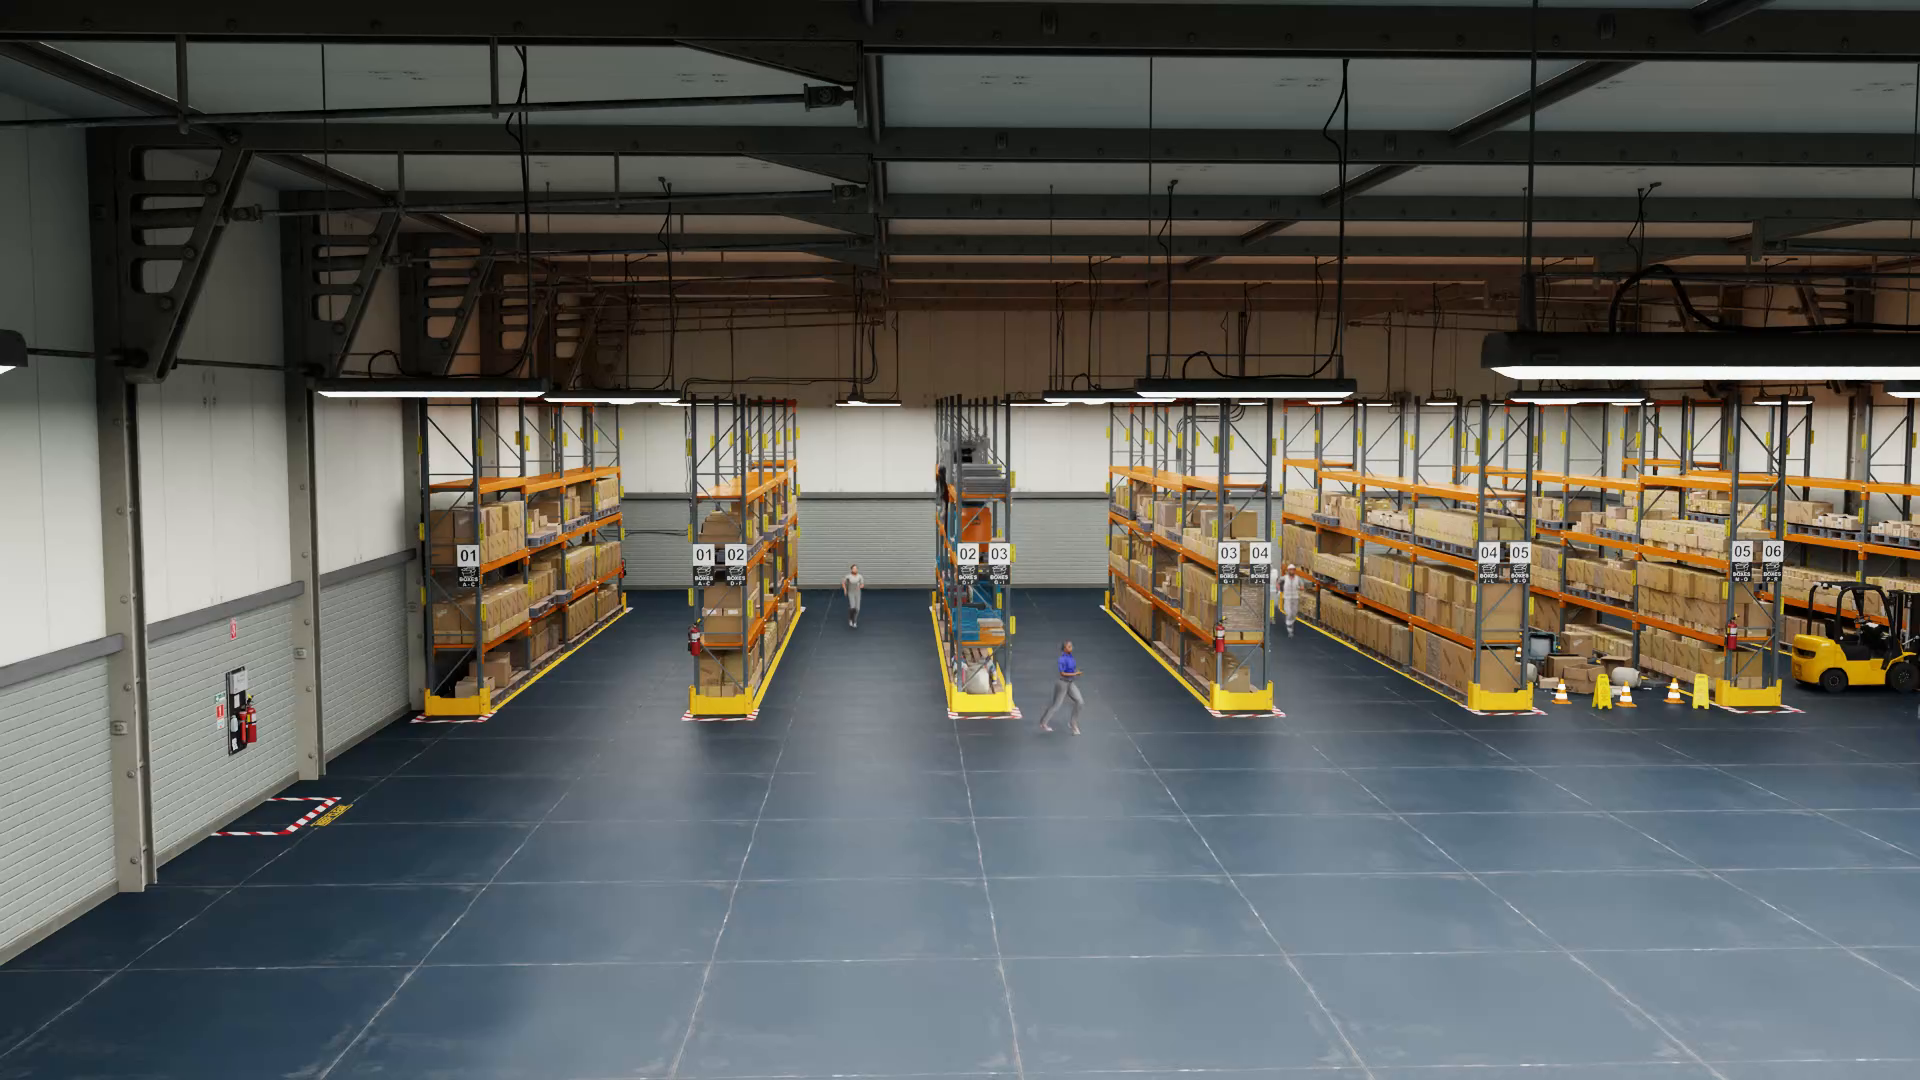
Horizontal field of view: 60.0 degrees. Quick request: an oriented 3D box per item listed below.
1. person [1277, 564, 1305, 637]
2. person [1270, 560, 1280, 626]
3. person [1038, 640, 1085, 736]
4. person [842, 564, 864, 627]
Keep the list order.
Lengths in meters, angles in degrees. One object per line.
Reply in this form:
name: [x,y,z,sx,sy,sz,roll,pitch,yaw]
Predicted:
person: [8.333,1.504,41.850,0.661,1.786,0.979,0,4,-2]
person: [8.190,1.387,43.878,0.662,1.779,0.652,0,5,-4]
person: [1.835,2.601,29.291,0.882,1.696,0.585,3,5,33]
person: [-2.772,1.459,43.562,0.541,1.636,0.640,-1,5,-16]
